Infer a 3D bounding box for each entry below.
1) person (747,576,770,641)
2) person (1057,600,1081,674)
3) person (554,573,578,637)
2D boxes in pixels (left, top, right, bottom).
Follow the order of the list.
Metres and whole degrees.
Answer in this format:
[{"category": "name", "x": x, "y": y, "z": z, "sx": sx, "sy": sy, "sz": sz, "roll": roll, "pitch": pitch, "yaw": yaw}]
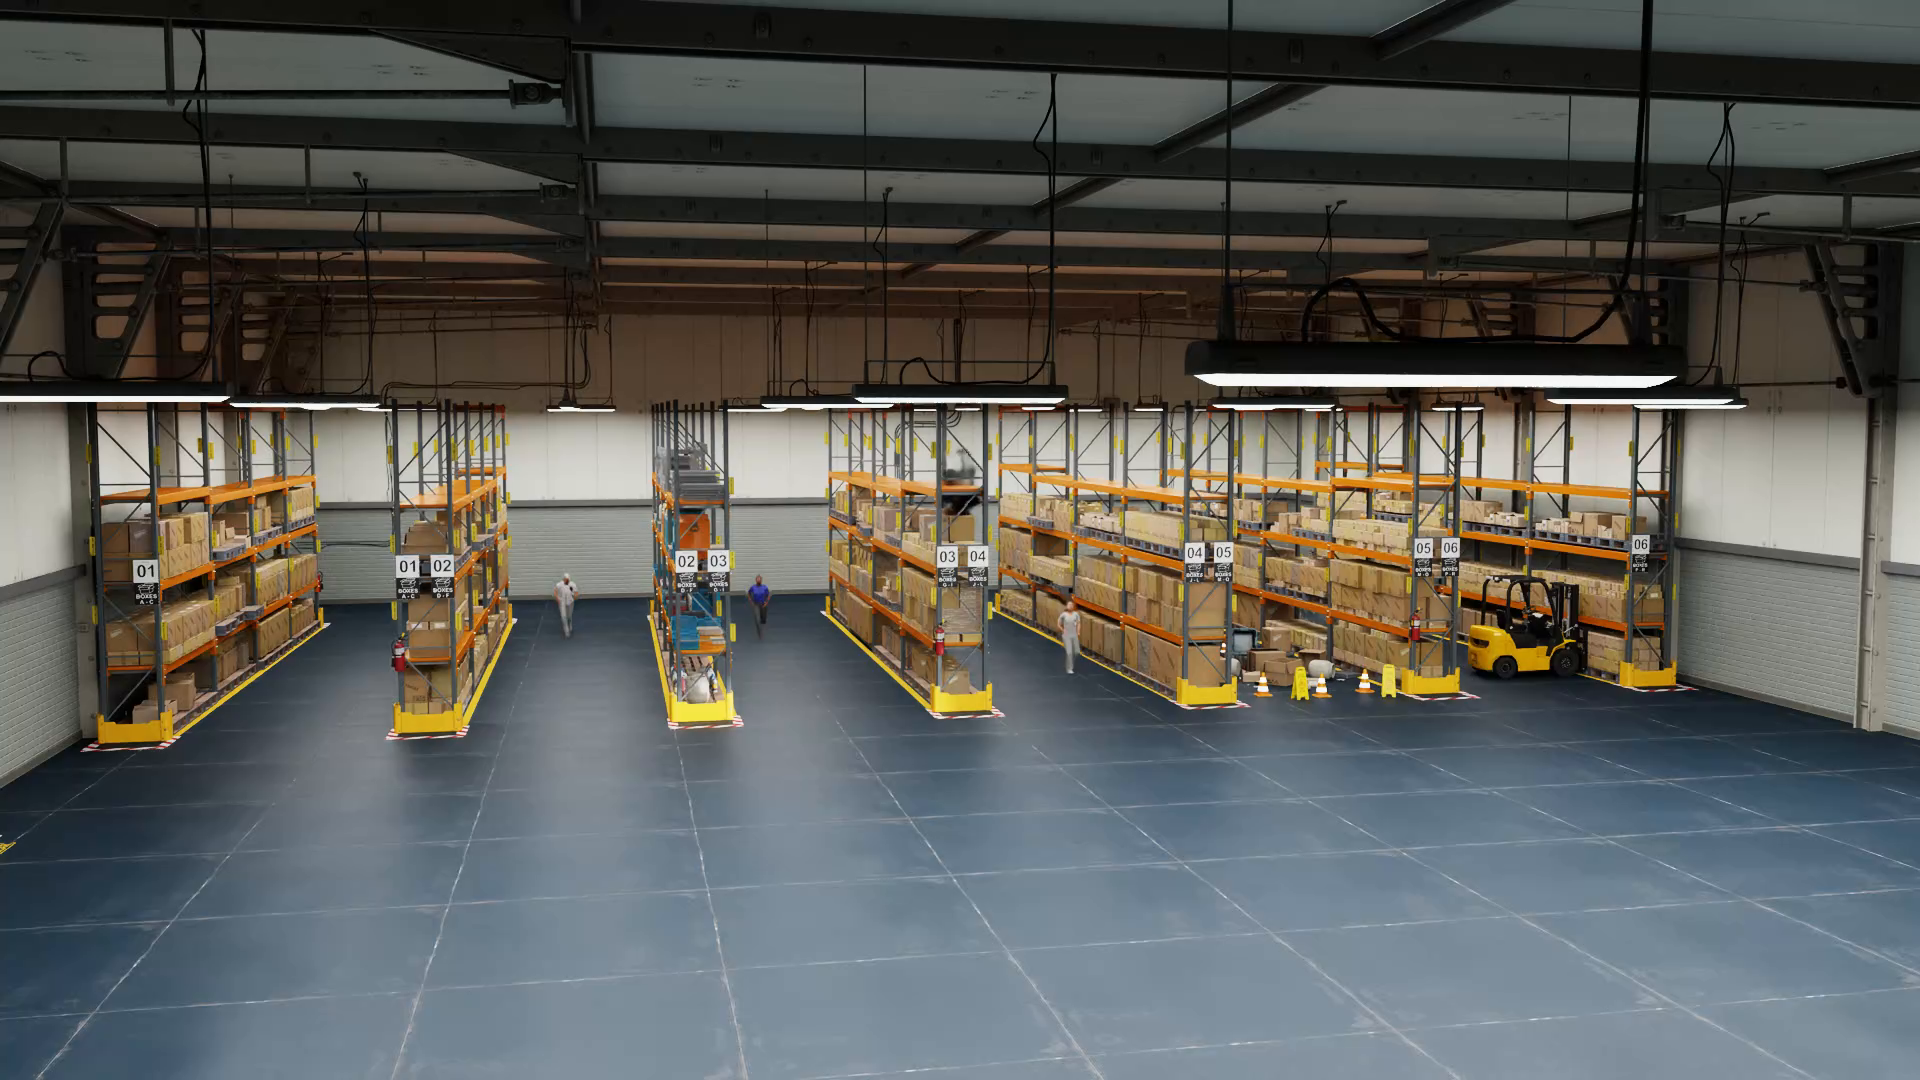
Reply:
[{"category": "person", "x": -5.144, "y": 1.740, "z": 42.604, "sx": 0.558, "sy": 1.639, "sz": 0.926, "roll": -1, "pitch": 5, "yaw": -17}, {"category": "person", "x": 2.423, "y": 2.138, "z": 36.786, "sx": 0.561, "sy": 1.620, "sz": 0.588, "roll": -1, "pitch": 4, "yaw": -13}, {"category": "person", "x": -10.248, "y": 1.667, "z": 43.243, "sx": 0.607, "sy": 1.639, "sz": 0.938, "roll": -1, "pitch": 4, "yaw": -13}]
